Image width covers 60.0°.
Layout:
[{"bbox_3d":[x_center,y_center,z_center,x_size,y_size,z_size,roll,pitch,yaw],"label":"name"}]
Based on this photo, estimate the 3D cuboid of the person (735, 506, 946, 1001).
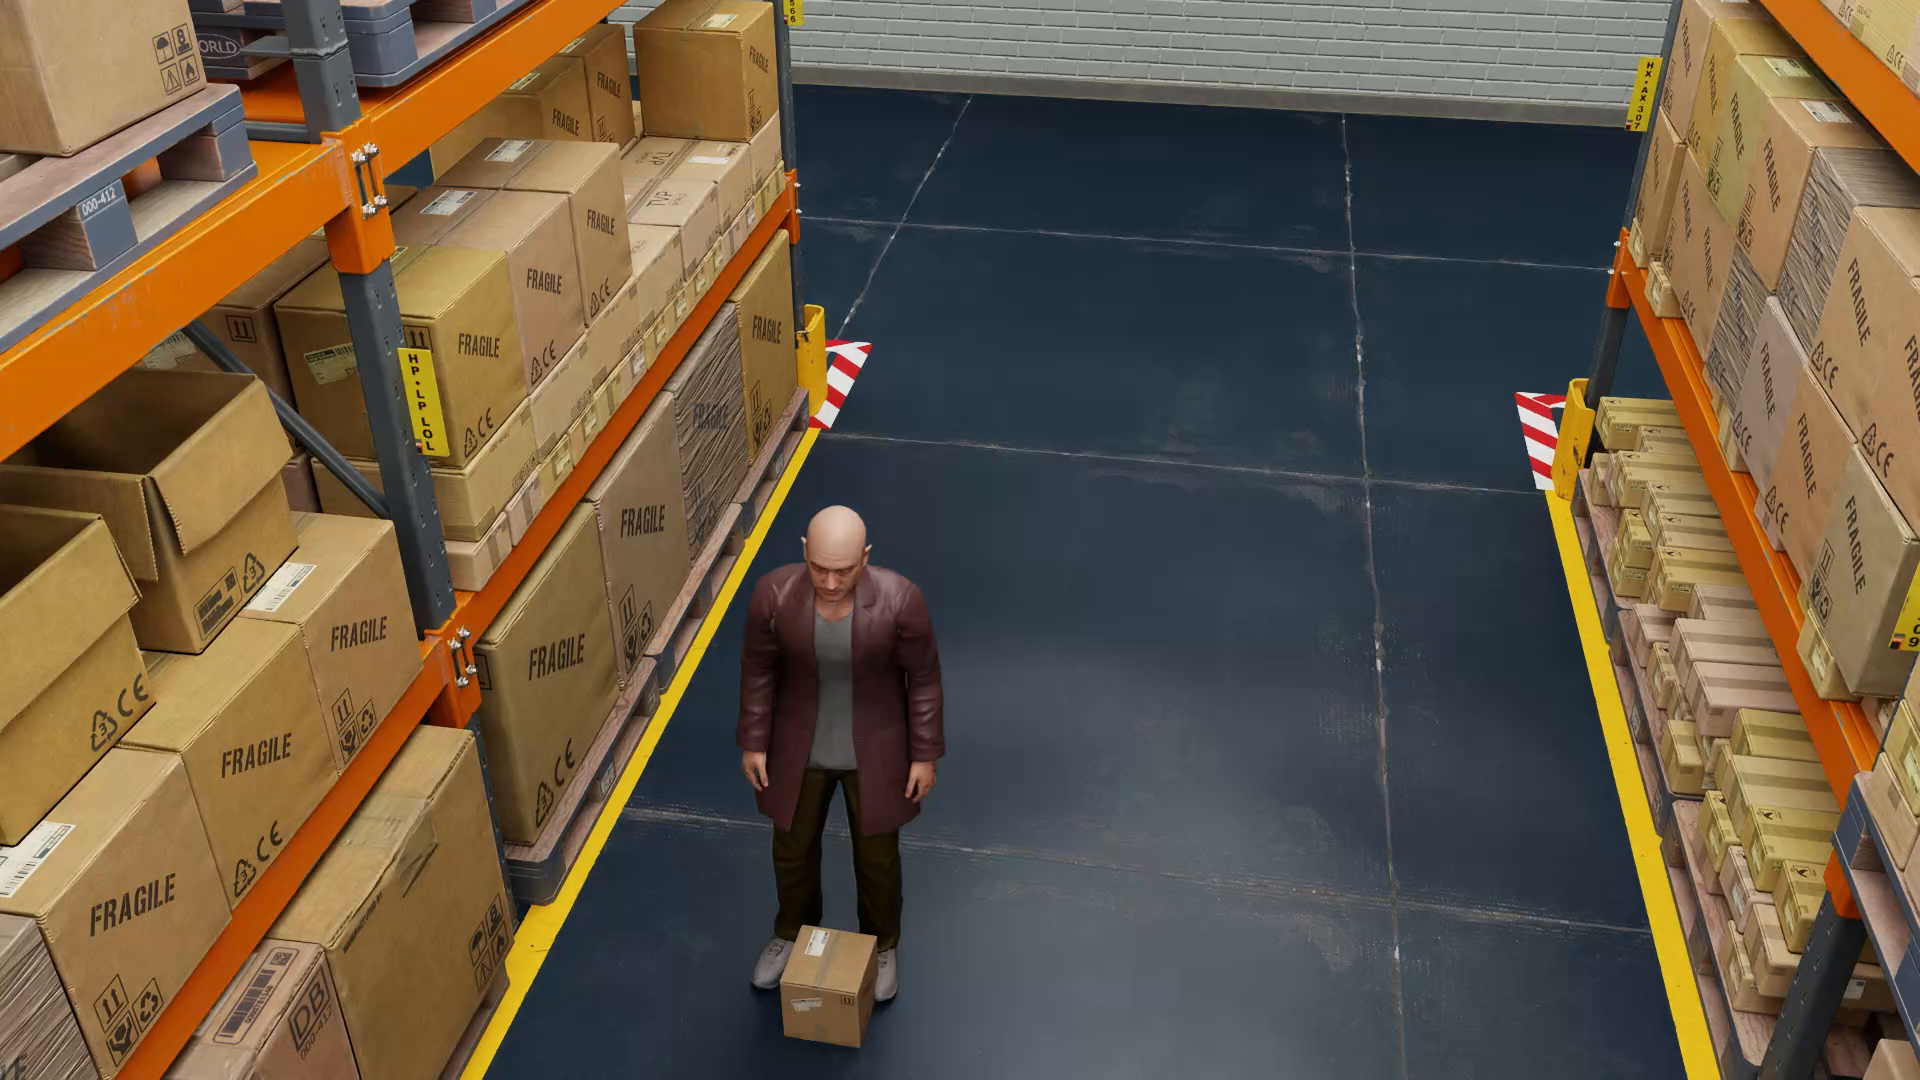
[{"bbox_3d":[-0.367,0.648,5.114,0.648,1.772,0.429,3,32,5],"label":"person"}]
